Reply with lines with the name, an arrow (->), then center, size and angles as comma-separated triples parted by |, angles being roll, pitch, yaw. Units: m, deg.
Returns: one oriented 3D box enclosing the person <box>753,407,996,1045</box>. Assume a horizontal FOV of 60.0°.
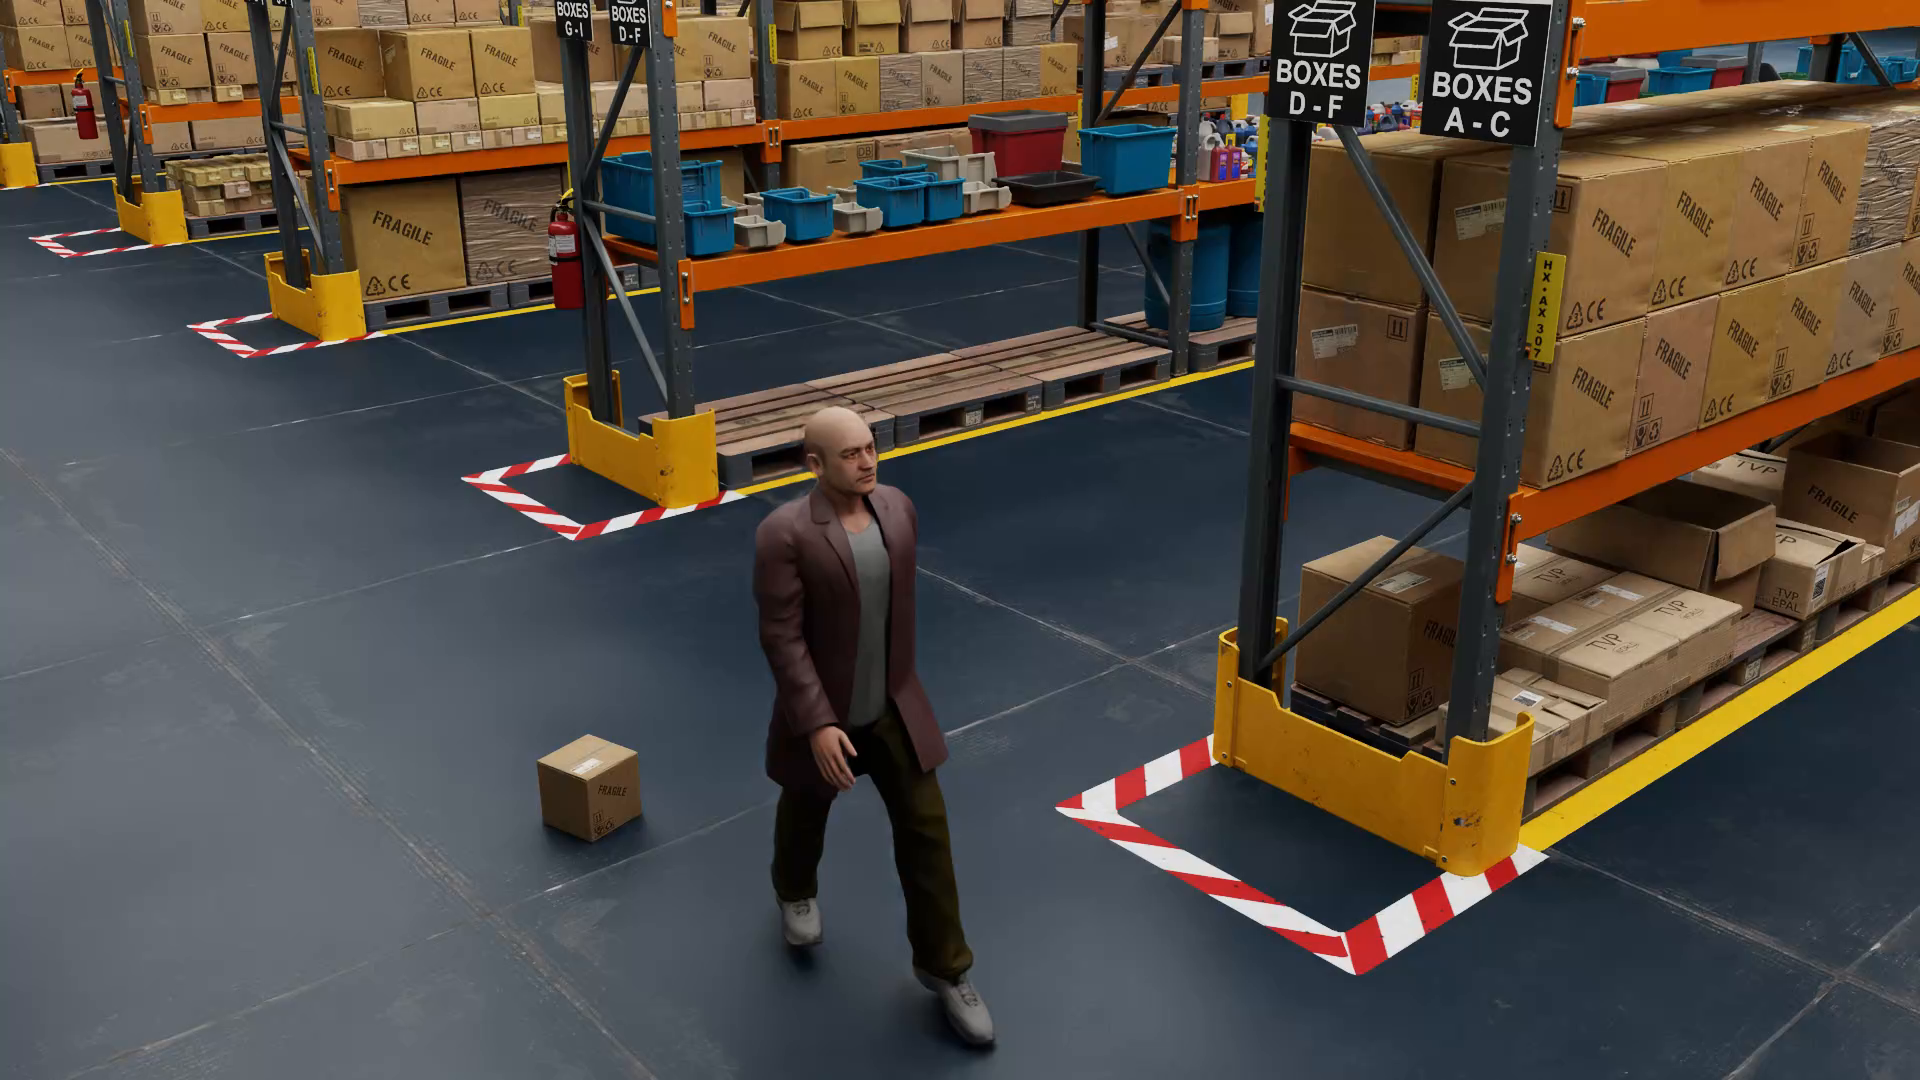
person -> -0.287, 0.495, 4.760 | 0.573, 1.769, 0.979 | -11, 23, -28
